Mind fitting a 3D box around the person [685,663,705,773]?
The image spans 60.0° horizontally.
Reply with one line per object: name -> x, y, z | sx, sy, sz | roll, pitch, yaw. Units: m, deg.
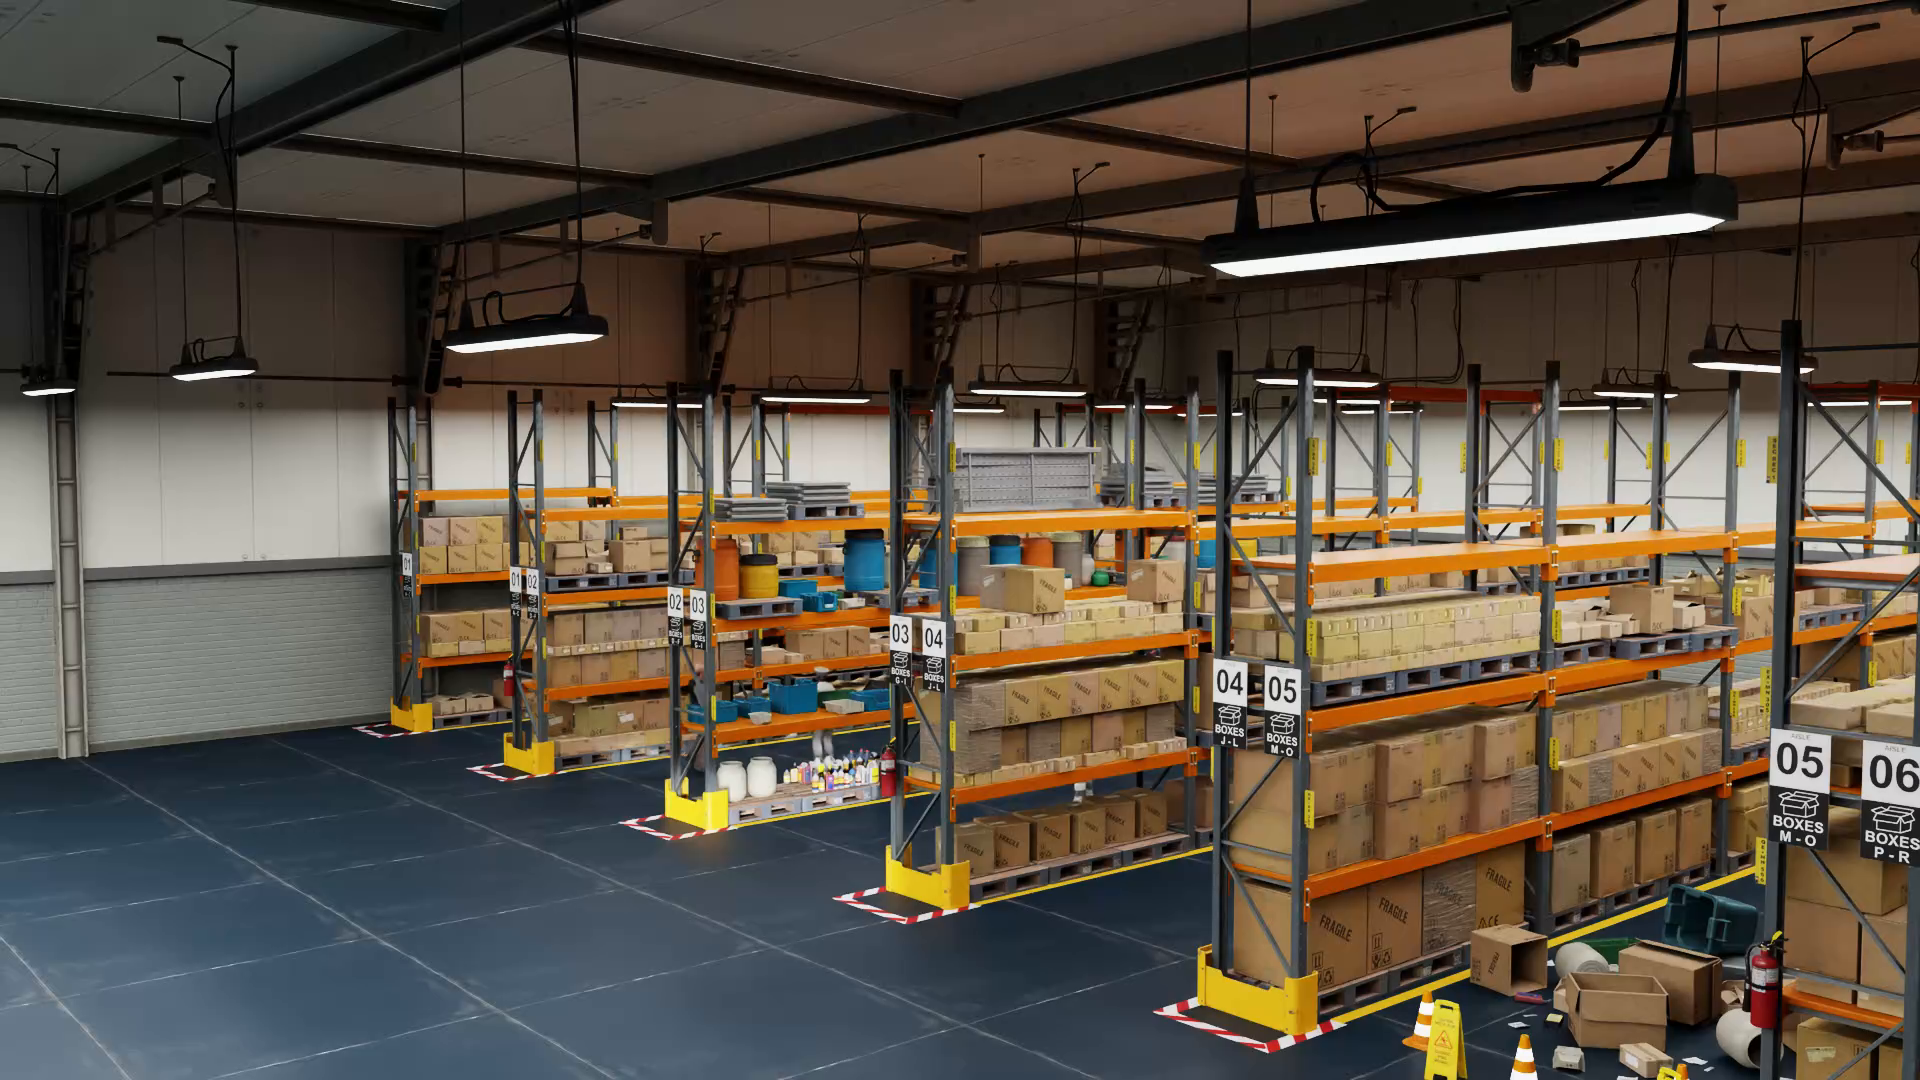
person -> -4.044, 2.777, 25.979 | 0.447, 1.706, 0.535 | 0, 3, -7

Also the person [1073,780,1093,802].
person -> 1.725, 2.888, 23.526 | 0.708, 1.806, 0.364 | -3, 5, -45

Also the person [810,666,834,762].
person -> -2.154, 2.808, 25.908 | 0.393, 1.679, 0.497 | 3, 5, 44
